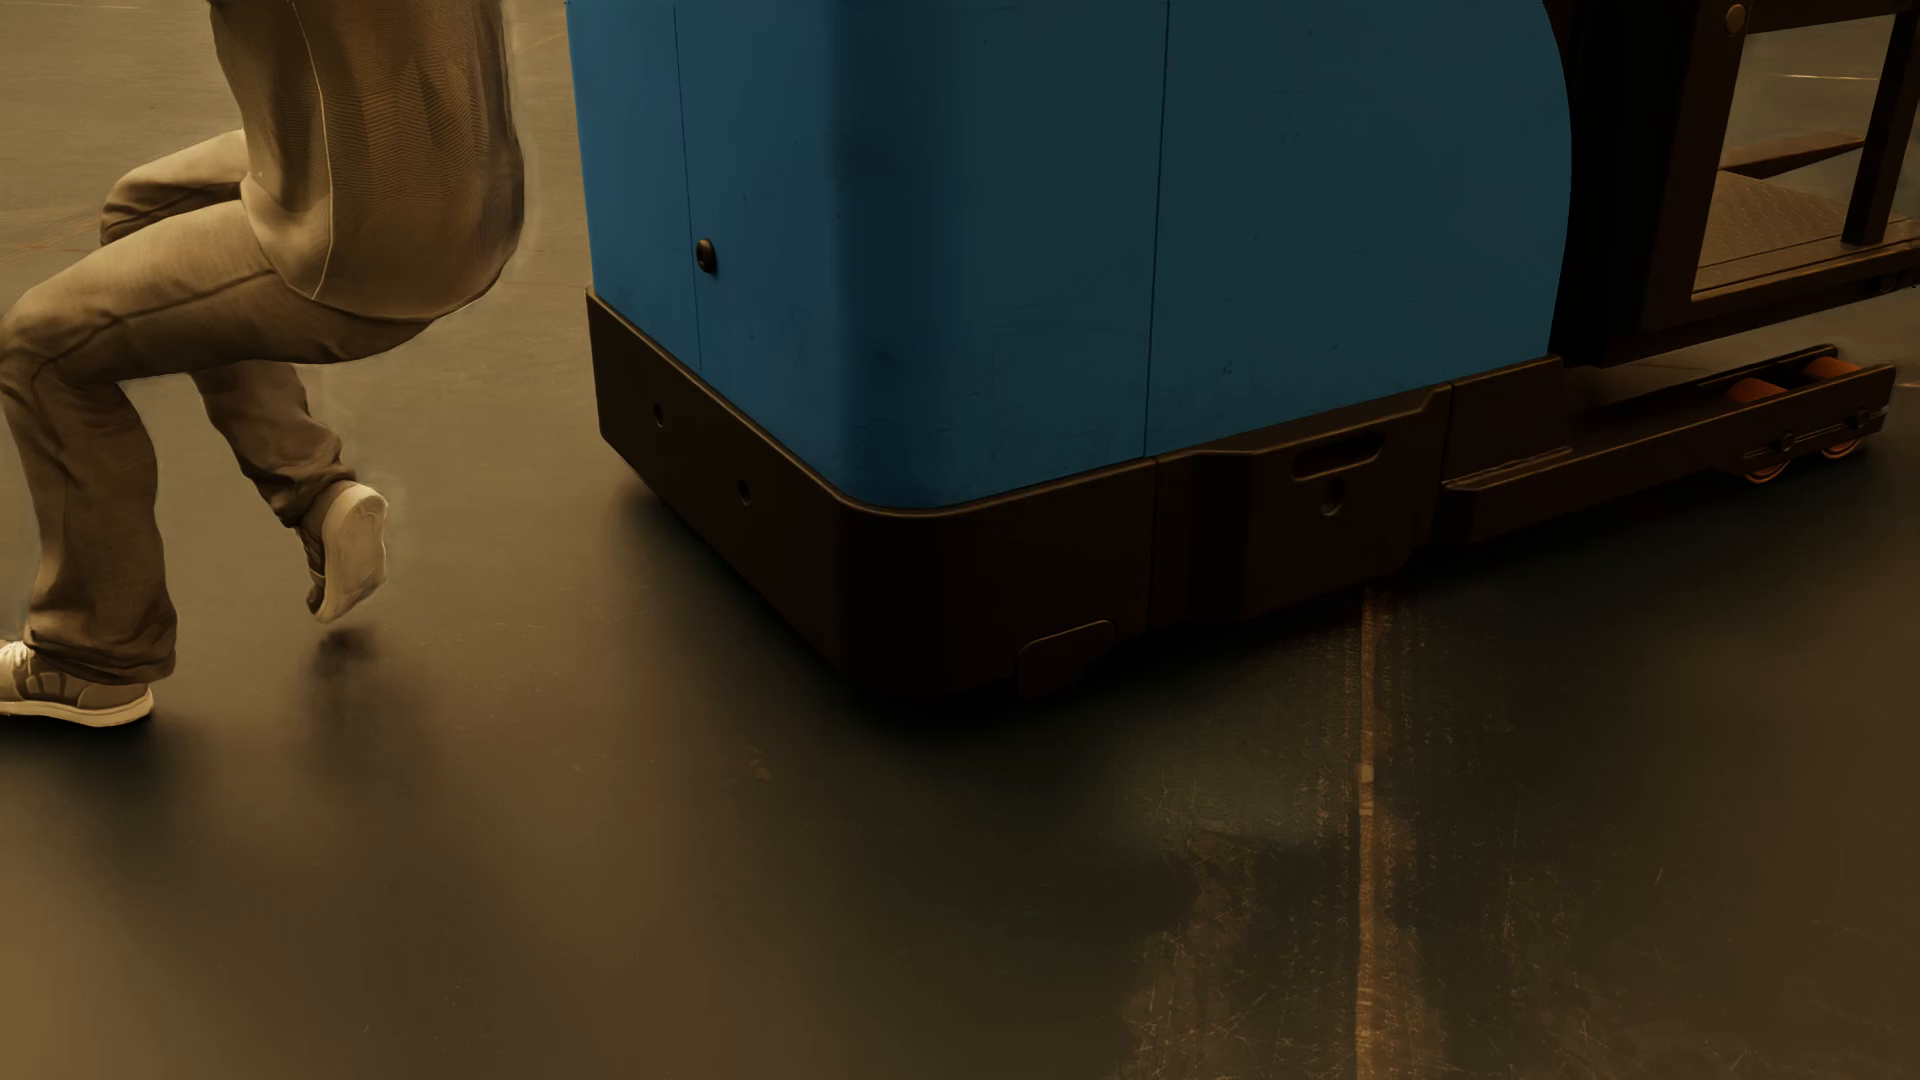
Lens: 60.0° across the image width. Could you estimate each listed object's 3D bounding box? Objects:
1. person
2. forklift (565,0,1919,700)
[{"bbox_3d":[-0.870,-0.430,1.829,0.778,1.360,0.940,3,27,5],"label":"person"},{"bbox_3d":[0.949,-1.589,2.395,3.031,2.935,1.130,-15,30,-27],"label":"forklift"}]
